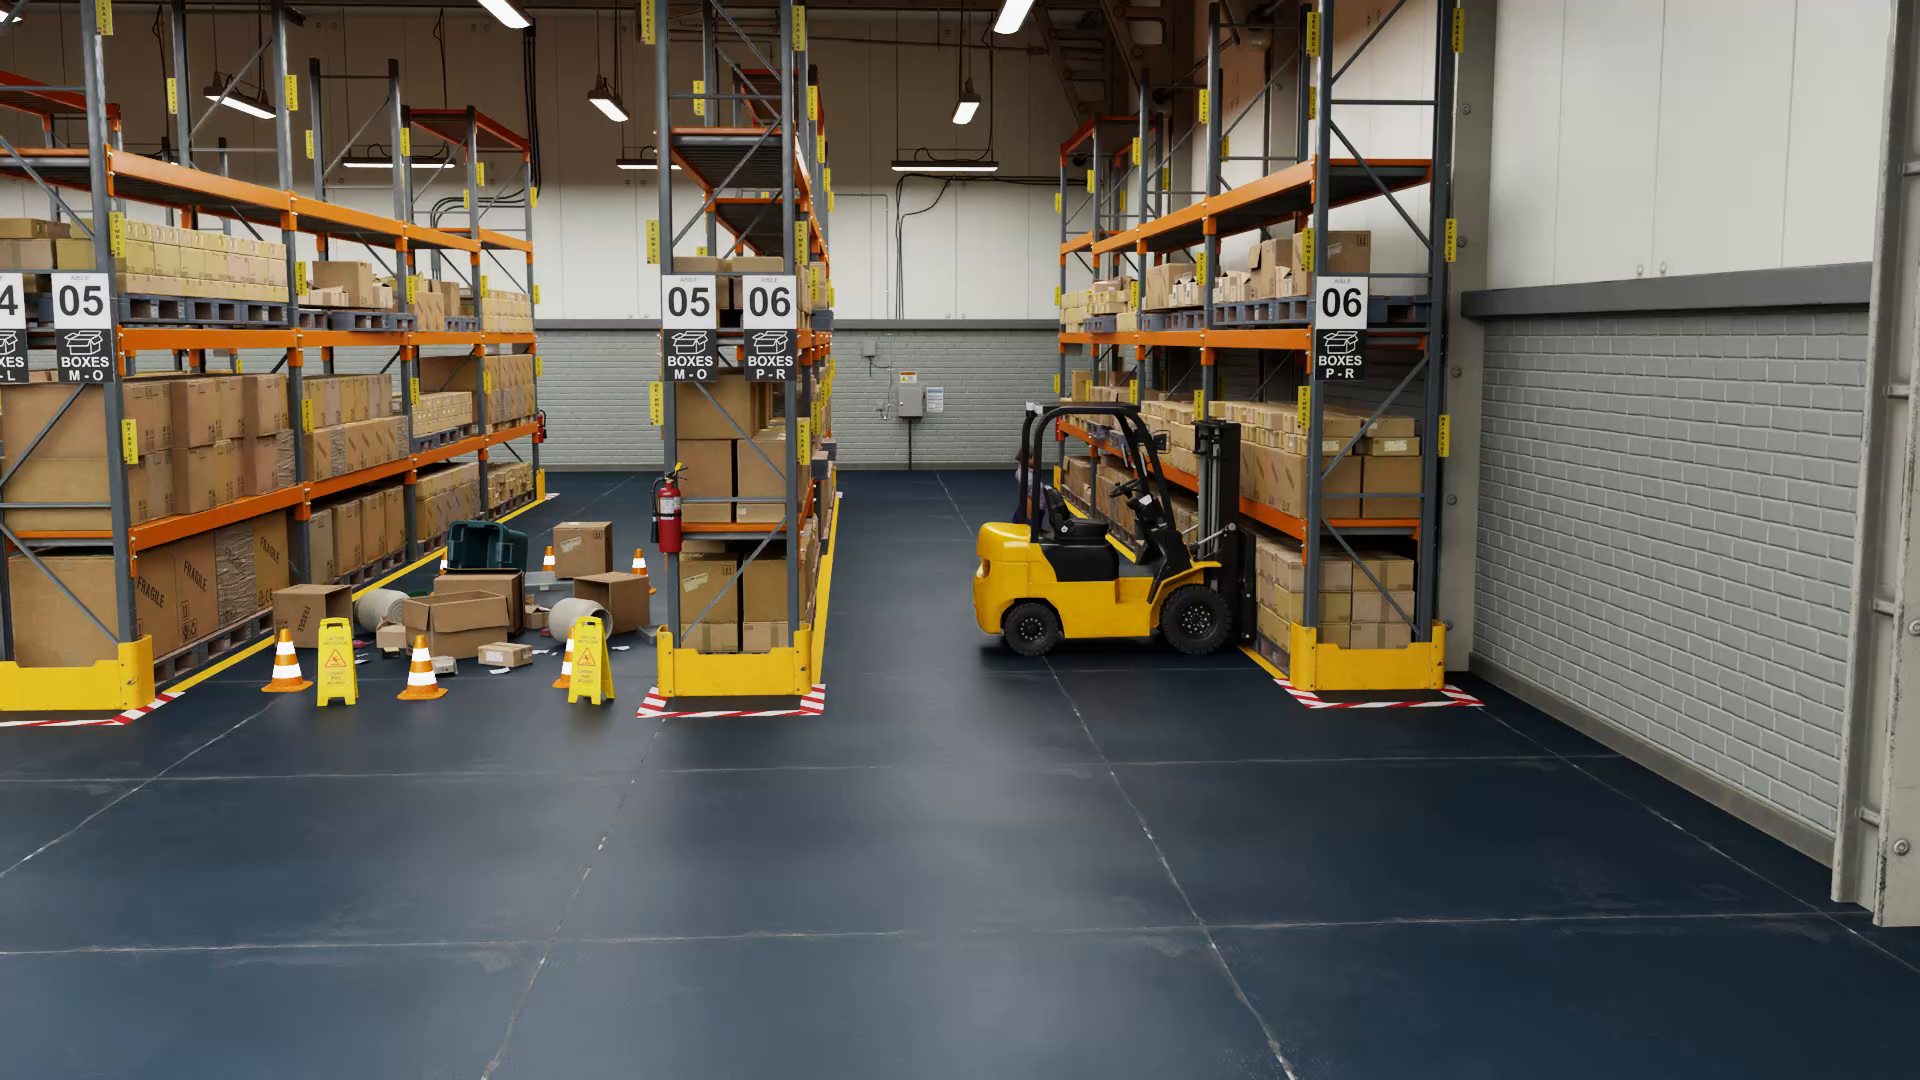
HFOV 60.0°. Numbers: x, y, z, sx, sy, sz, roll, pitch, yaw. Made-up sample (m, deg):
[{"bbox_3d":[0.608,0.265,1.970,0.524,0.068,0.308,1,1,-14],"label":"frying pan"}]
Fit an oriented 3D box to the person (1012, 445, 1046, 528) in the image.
[{"bbox_3d":[0.711,-0.107,17.200,0.342,1.533,0.470,0,7,-3],"label":"person"}]
